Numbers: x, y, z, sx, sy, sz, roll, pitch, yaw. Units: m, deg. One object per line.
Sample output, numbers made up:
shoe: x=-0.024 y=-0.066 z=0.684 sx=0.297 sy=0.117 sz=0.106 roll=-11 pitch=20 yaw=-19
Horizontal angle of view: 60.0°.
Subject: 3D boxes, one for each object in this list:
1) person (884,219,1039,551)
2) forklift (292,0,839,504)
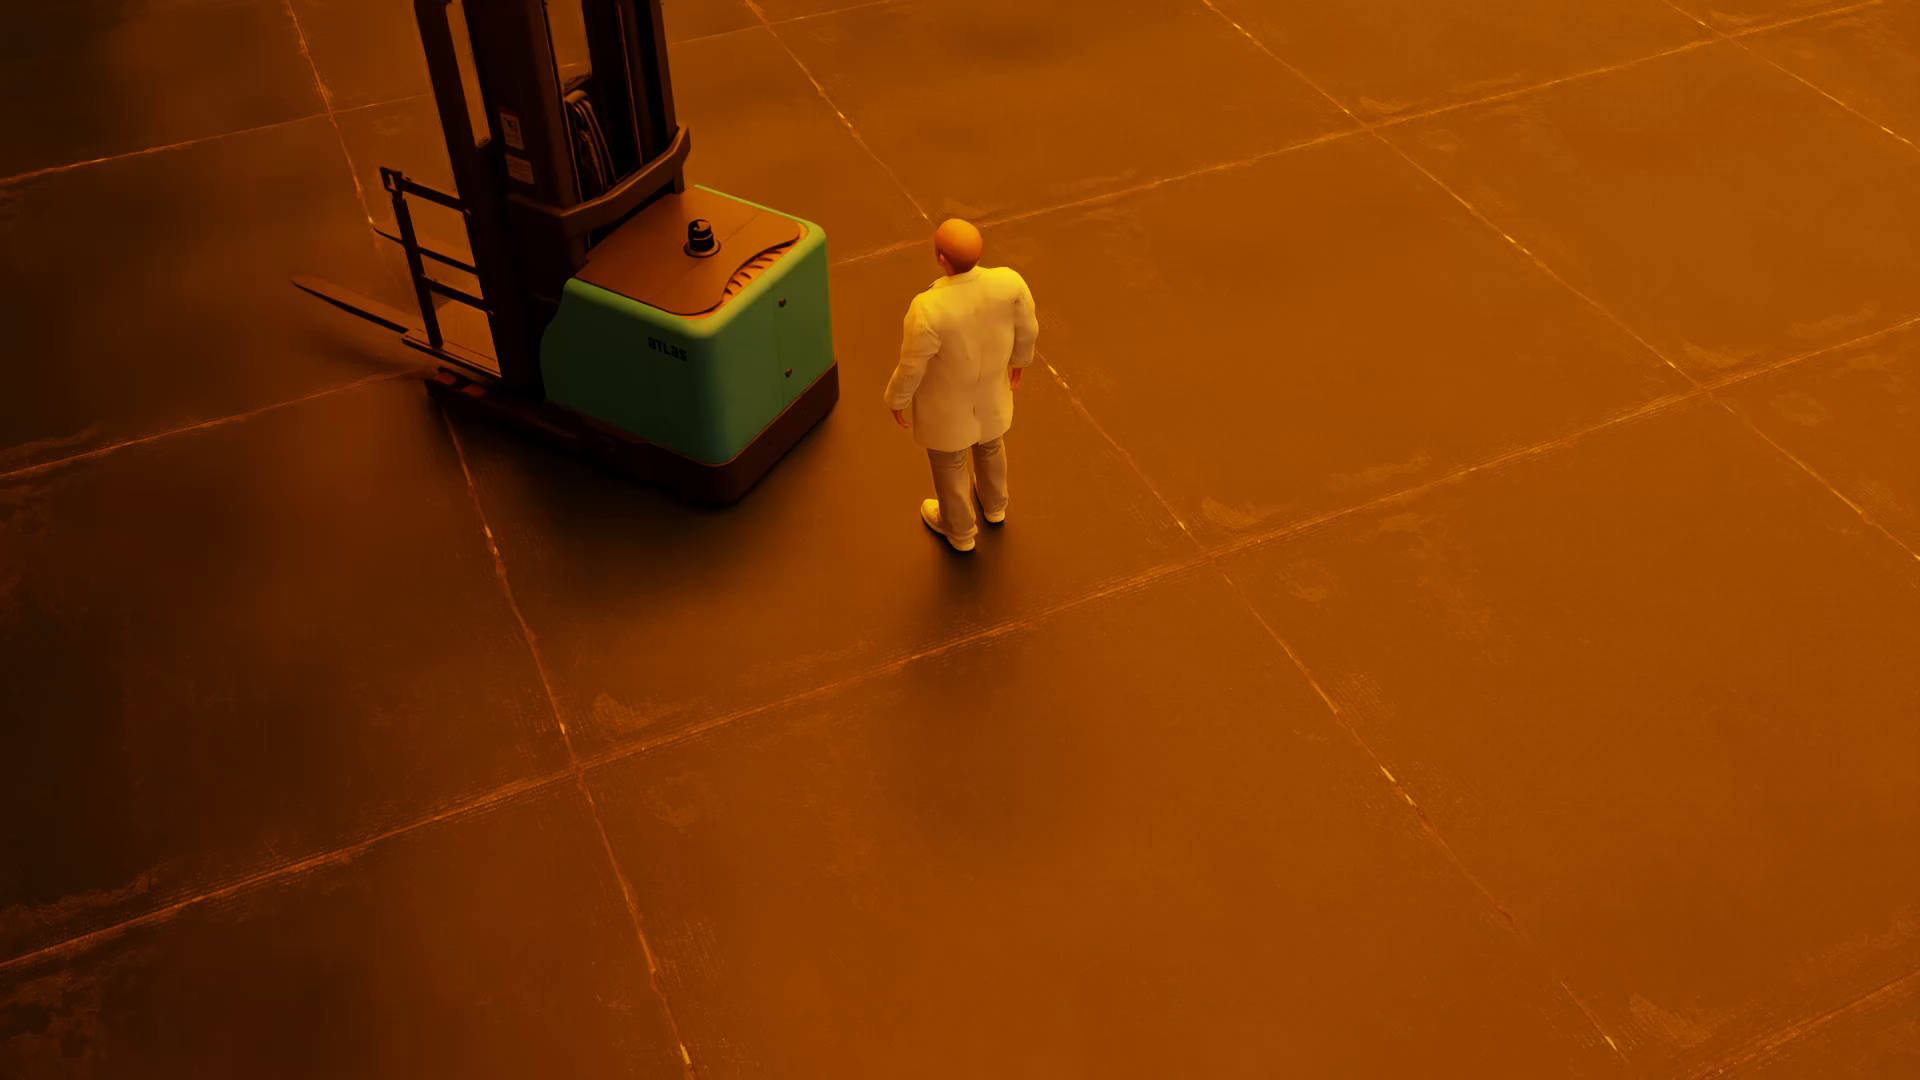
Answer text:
person: x=-0.034 y=-0.712 z=7.279 sx=0.694 sy=1.775 sz=0.581 roll=-18 pitch=46 yaw=-18
forklift: x=-2.150 y=-1.992 z=7.814 sx=3.031 sy=2.935 sz=1.130 roll=22 pitch=47 yaw=22
